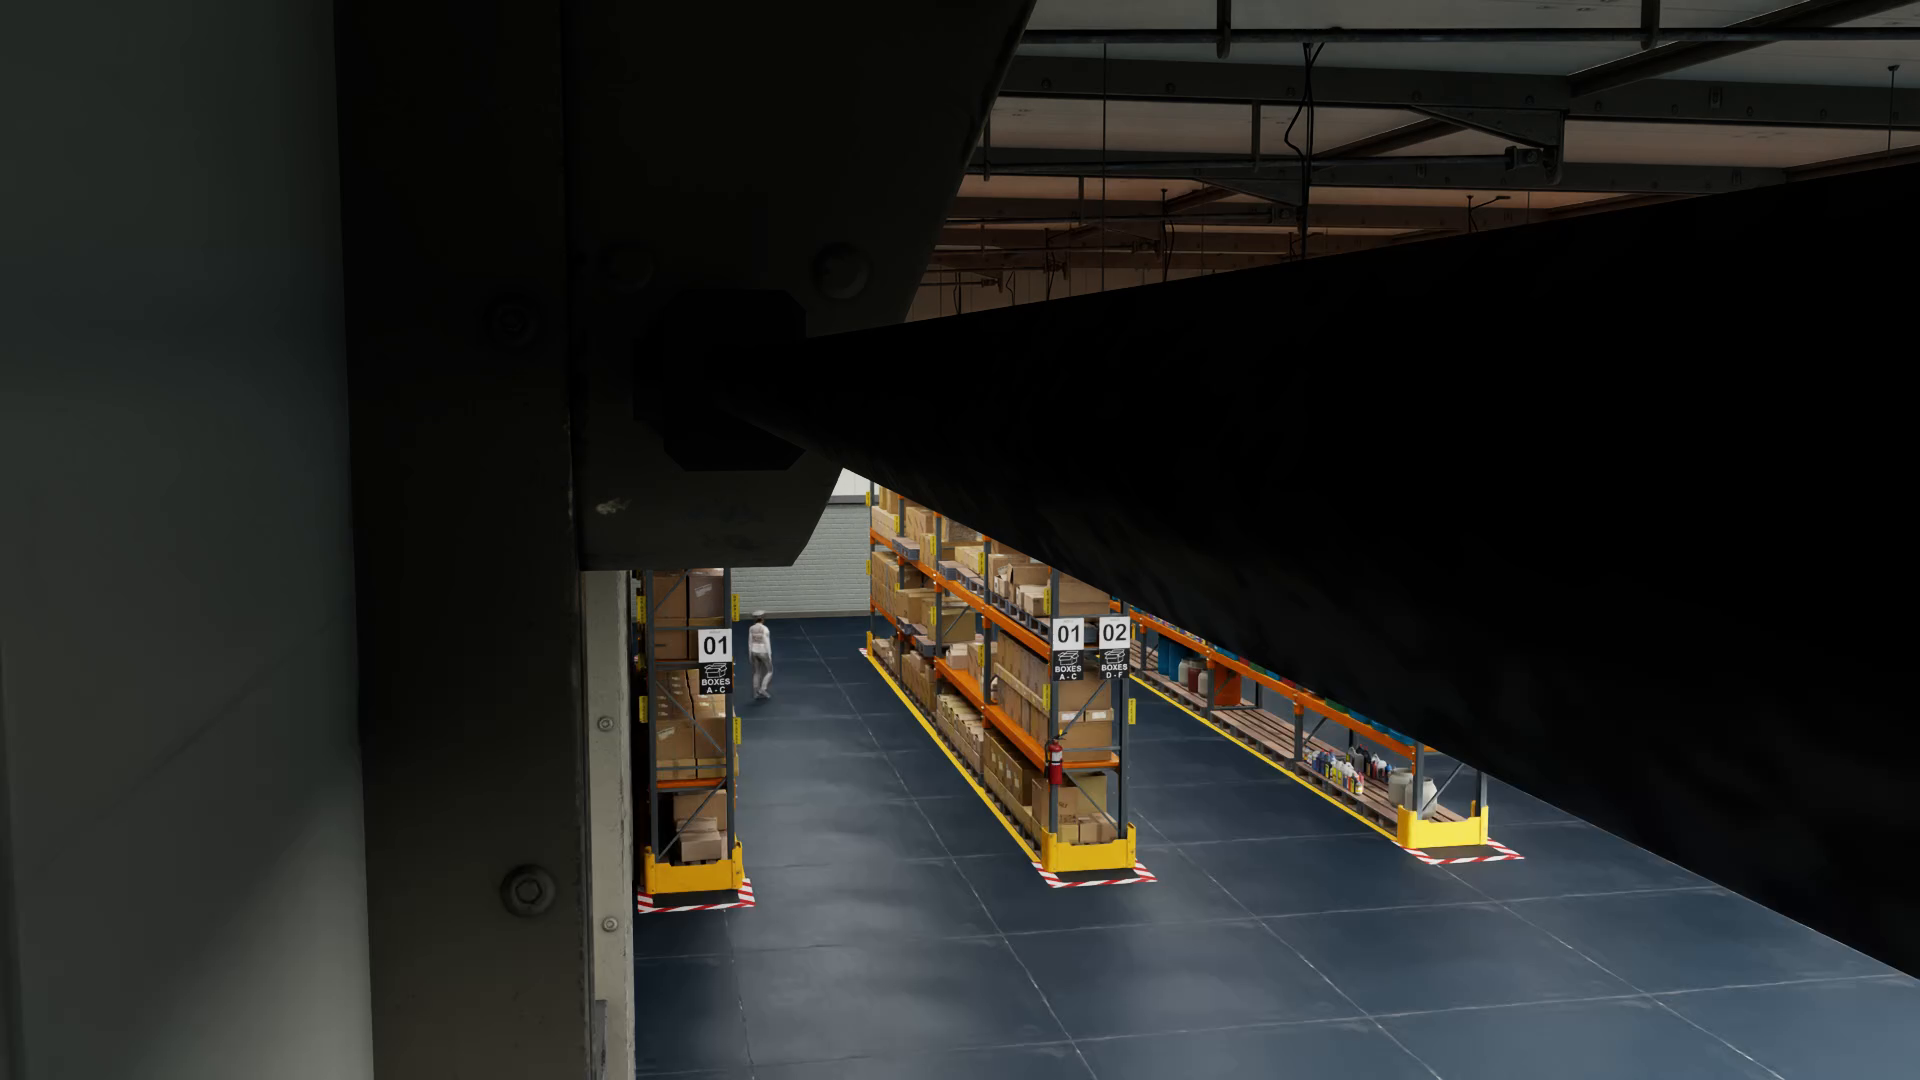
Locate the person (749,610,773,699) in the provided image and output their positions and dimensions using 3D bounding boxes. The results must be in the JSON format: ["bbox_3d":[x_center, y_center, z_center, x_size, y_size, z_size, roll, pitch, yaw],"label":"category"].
[{"bbox_3d":[-3.814,2.193,31.693,0.529,1.677,0.439,4,7,31],"label":"person"}]
